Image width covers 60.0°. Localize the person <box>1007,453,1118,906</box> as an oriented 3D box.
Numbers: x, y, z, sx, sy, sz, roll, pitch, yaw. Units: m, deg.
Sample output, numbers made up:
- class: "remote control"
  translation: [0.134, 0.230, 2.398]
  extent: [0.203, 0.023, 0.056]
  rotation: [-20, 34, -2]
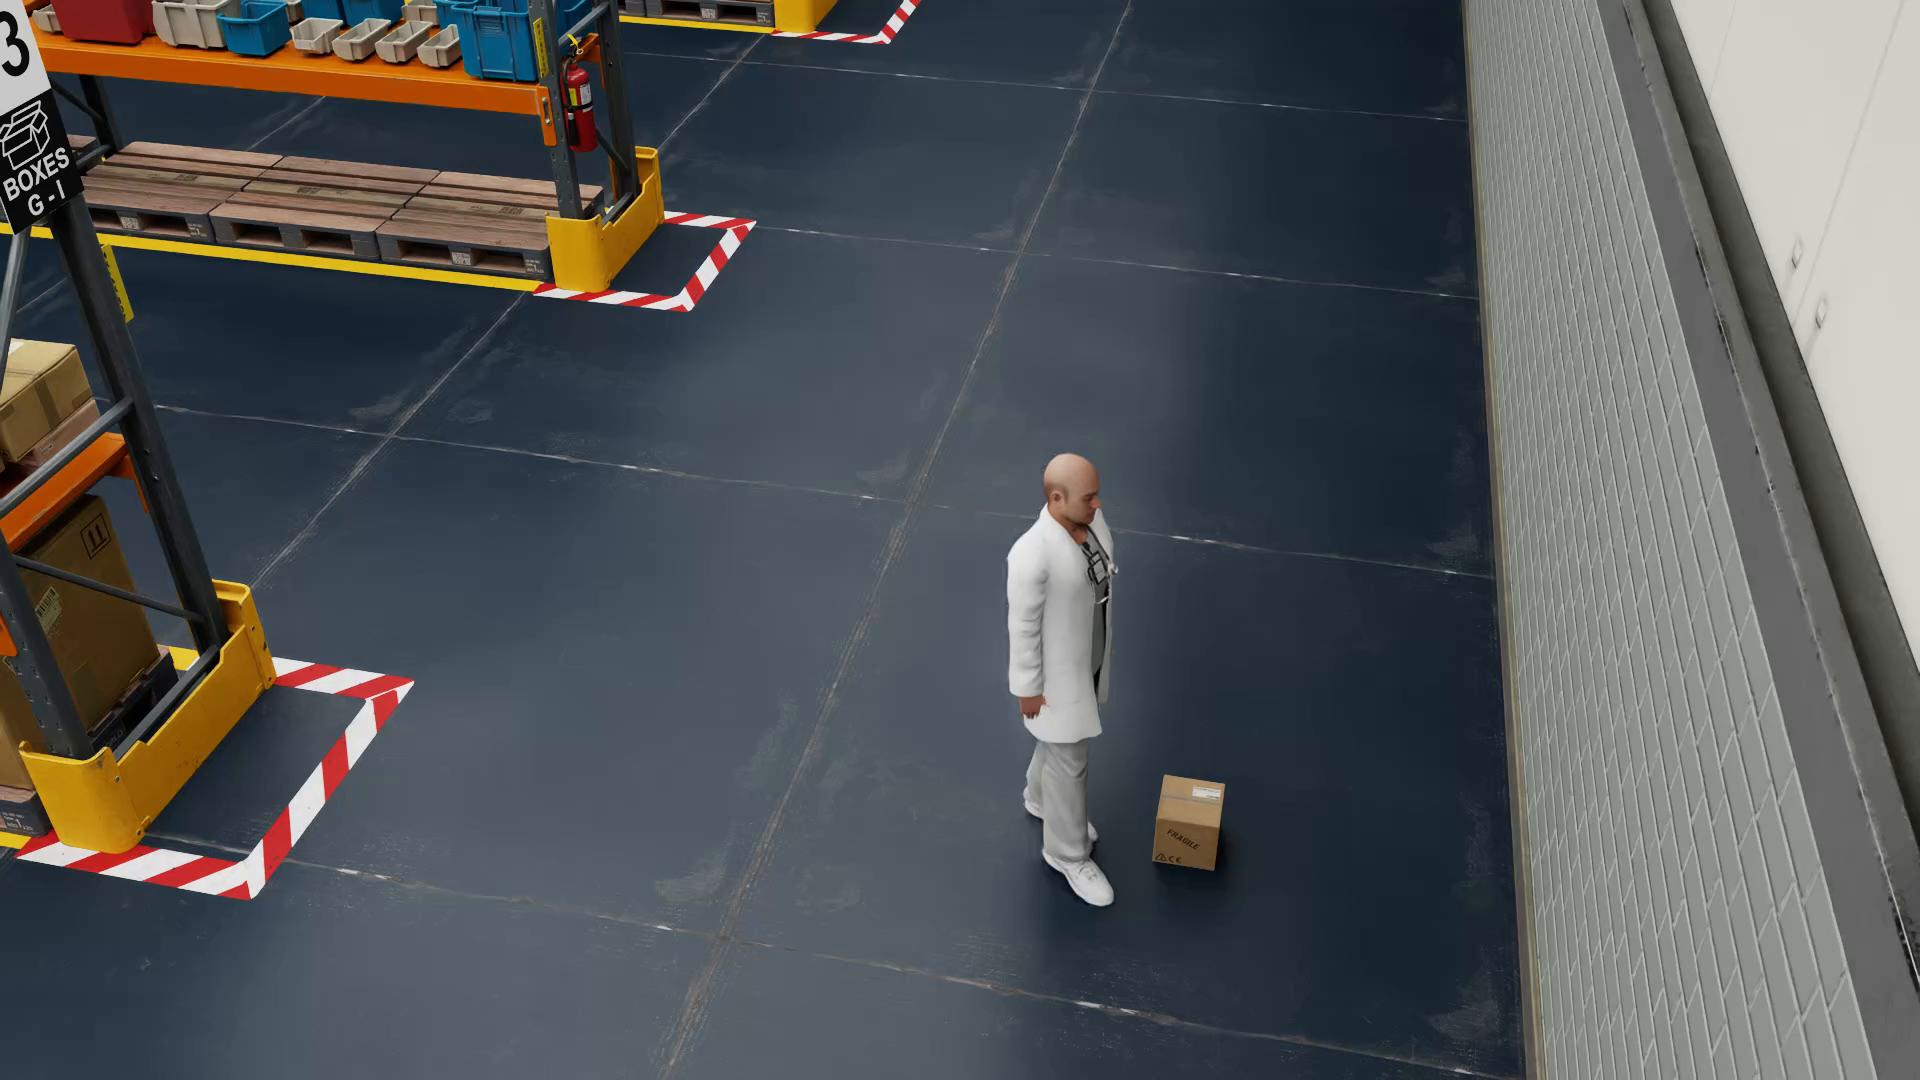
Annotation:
- class: "person"
  translation: [0.493, 0.494, 6.293]
  extent: [0.574, 1.791, 0.602]
  rotation: [20, 41, 26]
